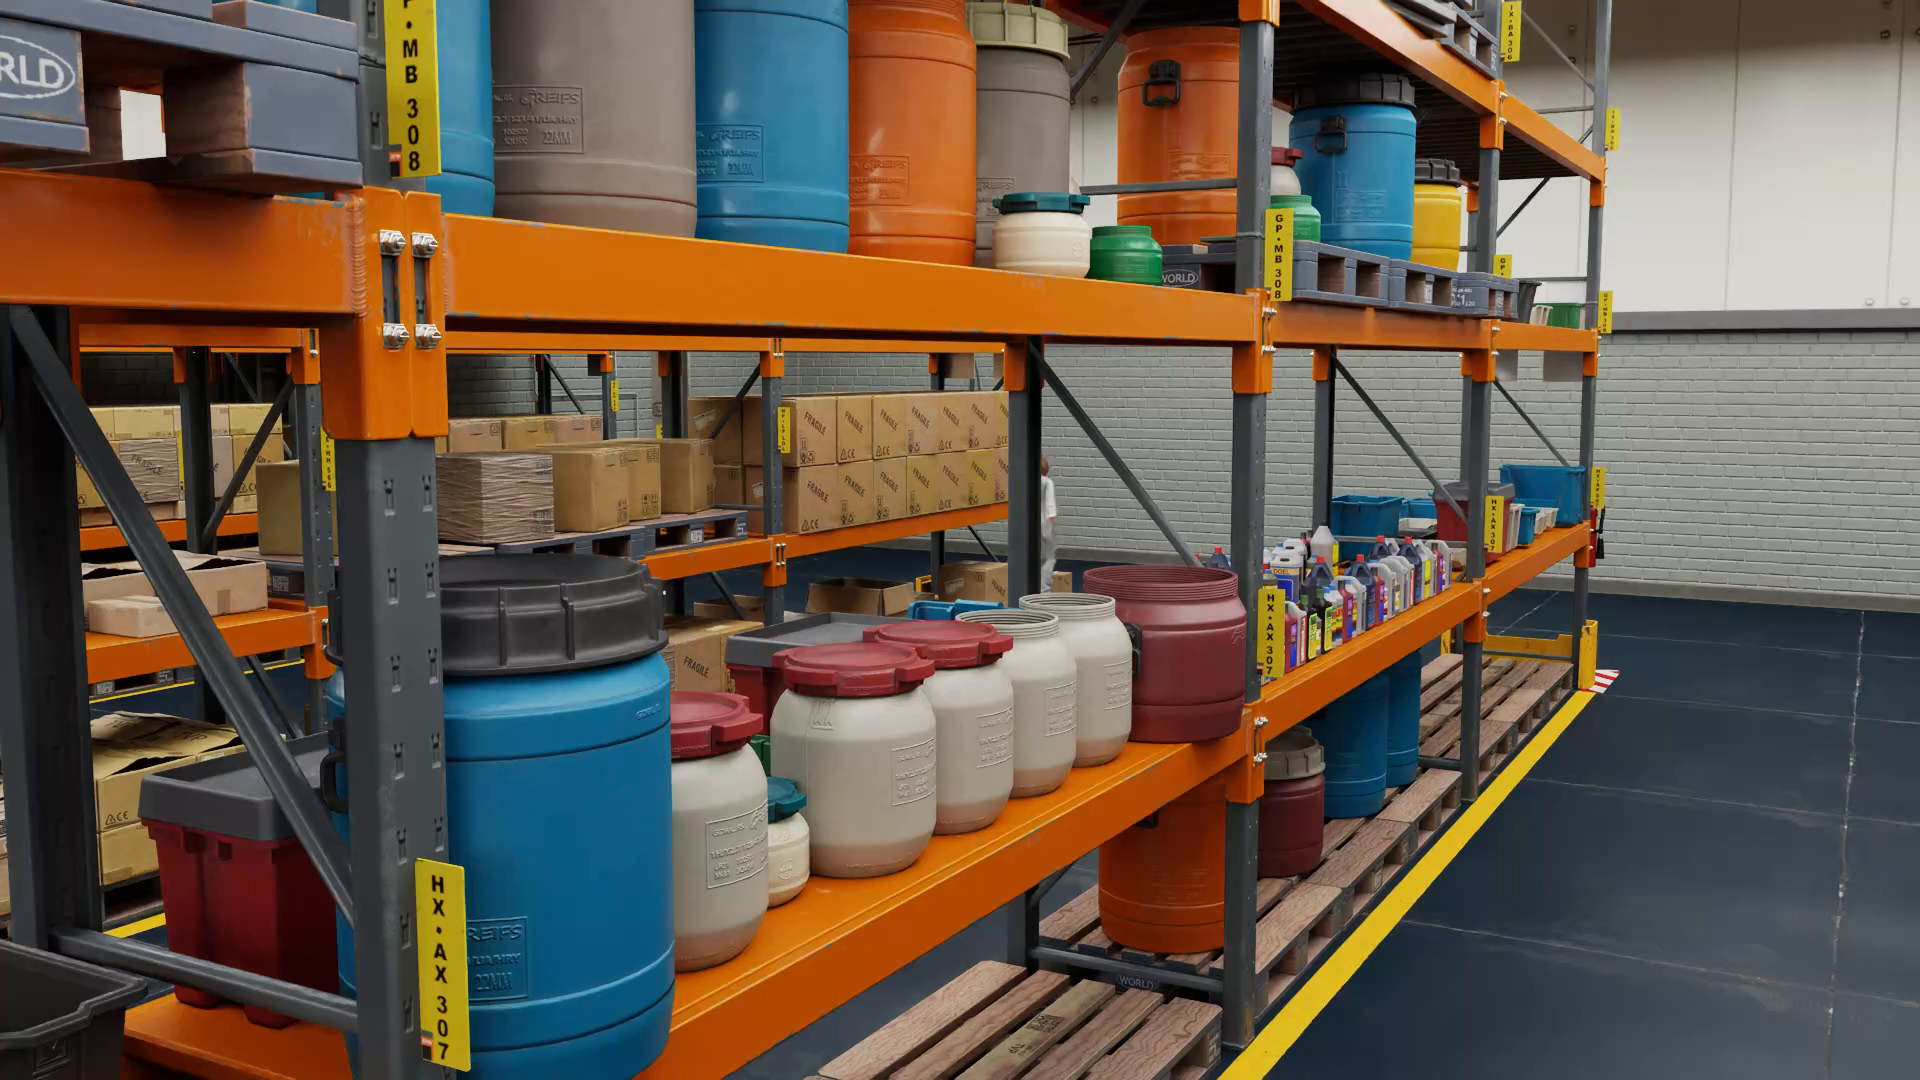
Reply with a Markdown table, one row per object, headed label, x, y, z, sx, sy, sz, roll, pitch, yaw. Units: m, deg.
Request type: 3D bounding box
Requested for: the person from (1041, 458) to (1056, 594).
| label | x | y | z | sx | sy | sz | roll | pitch | yaw |
| --- | --- | --- | --- | --- | --- | --- | --- | --- | --- |
| person | 0.820 | -0.096 | 17.846 | 0.433 | 1.523 | 0.418 | 4 | 7 | 30 |
